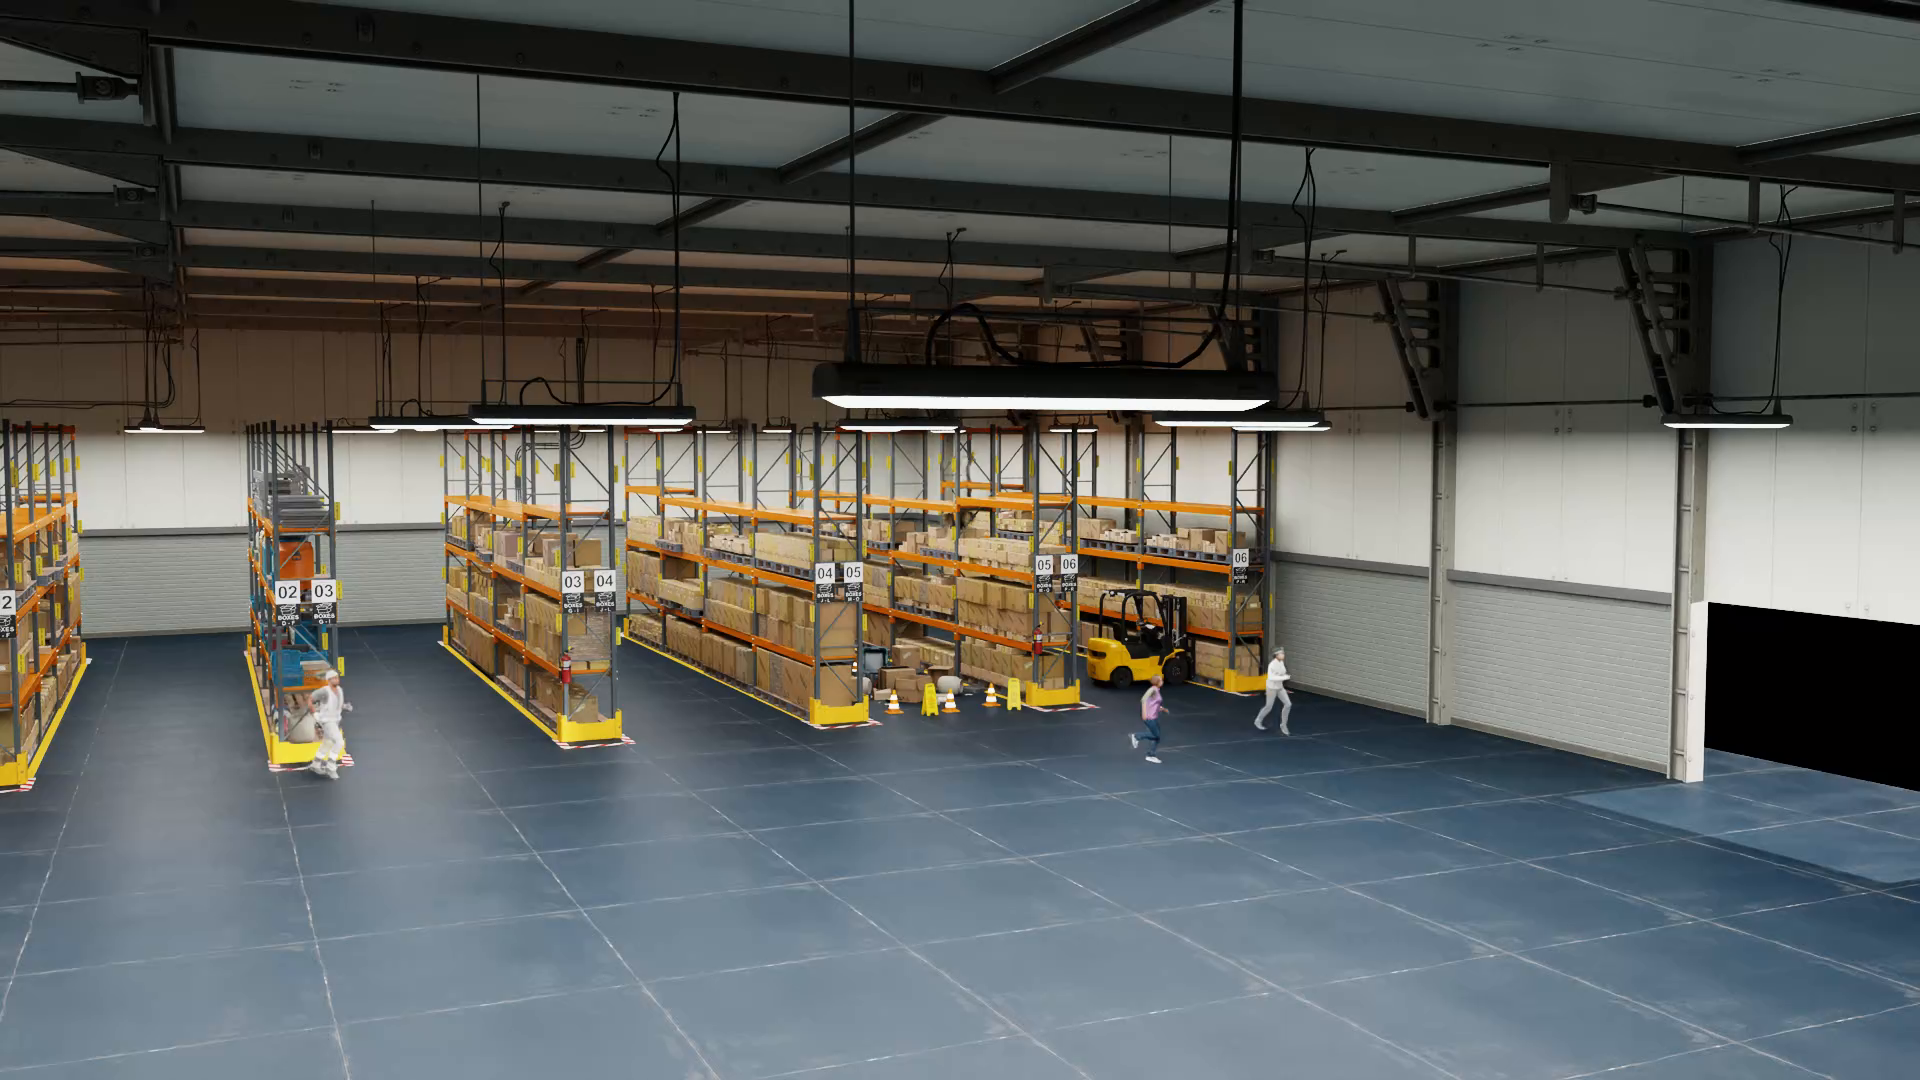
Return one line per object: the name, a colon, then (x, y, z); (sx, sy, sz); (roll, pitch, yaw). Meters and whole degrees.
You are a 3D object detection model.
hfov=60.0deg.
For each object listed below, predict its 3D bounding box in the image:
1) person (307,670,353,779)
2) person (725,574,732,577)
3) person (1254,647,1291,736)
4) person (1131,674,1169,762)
person: (-10.569, 3.093, 27.903); (0.753, 1.833, 0.653); (1, 4, 12)
person: (-6.540, 1.896, 47.198); (0.690, 1.848, 0.913); (-2, 4, -32)
person: (6.024, 2.892, 31.978); (0.828, 1.720, 0.638); (3, 5, 42)
person: (3.342, 3.138, 29.271); (0.651, 1.556, 0.570); (1, 4, 21)
